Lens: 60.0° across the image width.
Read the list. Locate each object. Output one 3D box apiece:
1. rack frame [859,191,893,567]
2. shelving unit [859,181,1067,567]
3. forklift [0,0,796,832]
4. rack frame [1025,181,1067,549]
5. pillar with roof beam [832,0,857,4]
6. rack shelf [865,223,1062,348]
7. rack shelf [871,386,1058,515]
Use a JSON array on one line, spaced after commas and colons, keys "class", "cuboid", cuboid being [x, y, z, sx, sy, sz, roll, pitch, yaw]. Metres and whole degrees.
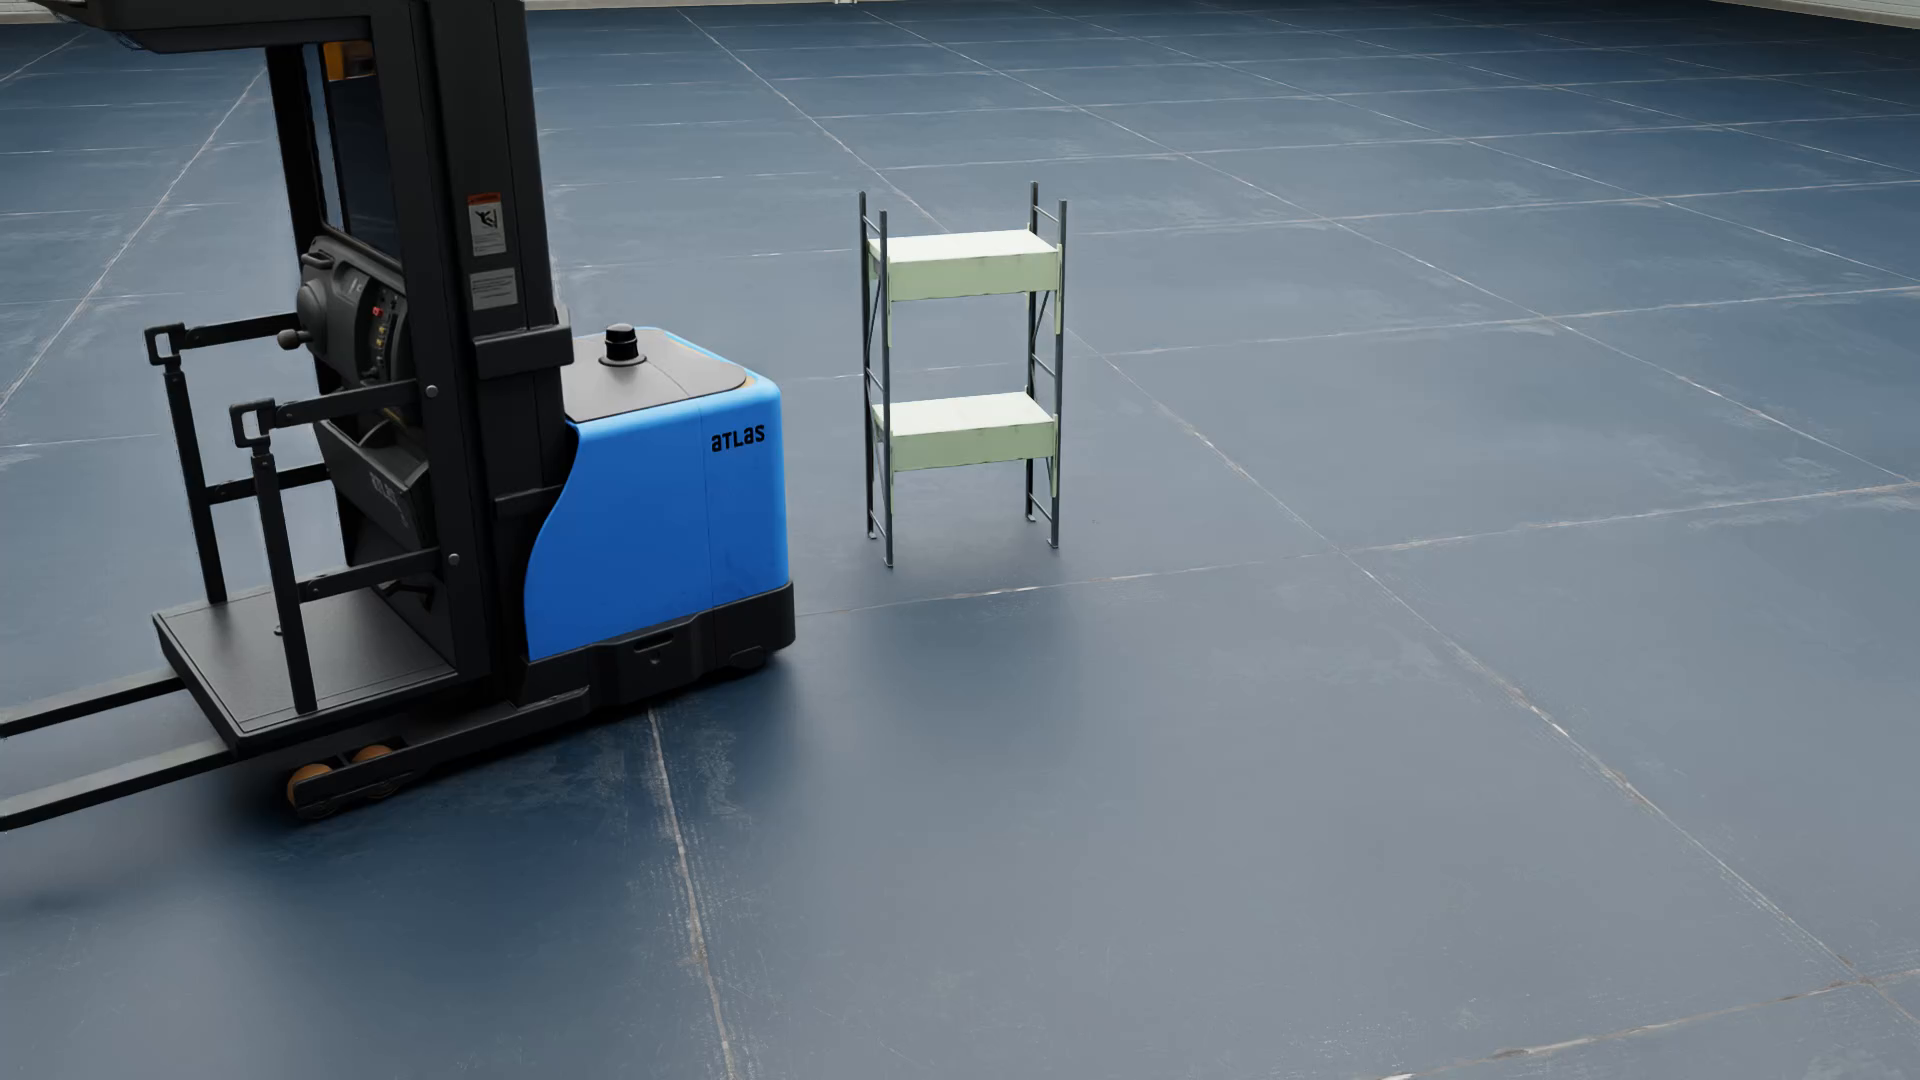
[{"class": "rack frame", "cuboid": [-0.346, -0.651, 6.865, 0.023, 1.500, 0.400, -6, 24, -14]}, {"class": "shelving unit", "cuboid": [0.006, -0.690, 6.956, 0.755, 1.500, 0.431, -6, 24, -14]}, {"class": "forklift", "cuboid": [-2.096, -0.709, 5.186, 3.031, 2.935, 1.130, -17, 28, -34]}, {"class": "rack frame", "cuboid": [0.359, -0.729, 7.047, 0.023, 1.500, 0.400, -6, 24, -14]}, {"class": "pillar with roof beam", "cuboid": [-0.883, -12.003, 23.811, 0.400, 9.000, 9.100, -6, 24, -14]}, {"class": "rack shelf", "cuboid": [0.006, -1.049, 6.802, 0.720, 0.370, 0.431, -6, 24, -14]}, {"class": "rack shelf", "cuboid": [0.006, -0.390, 7.084, 0.720, 0.370, 0.431, -6, 24, -14]}]
